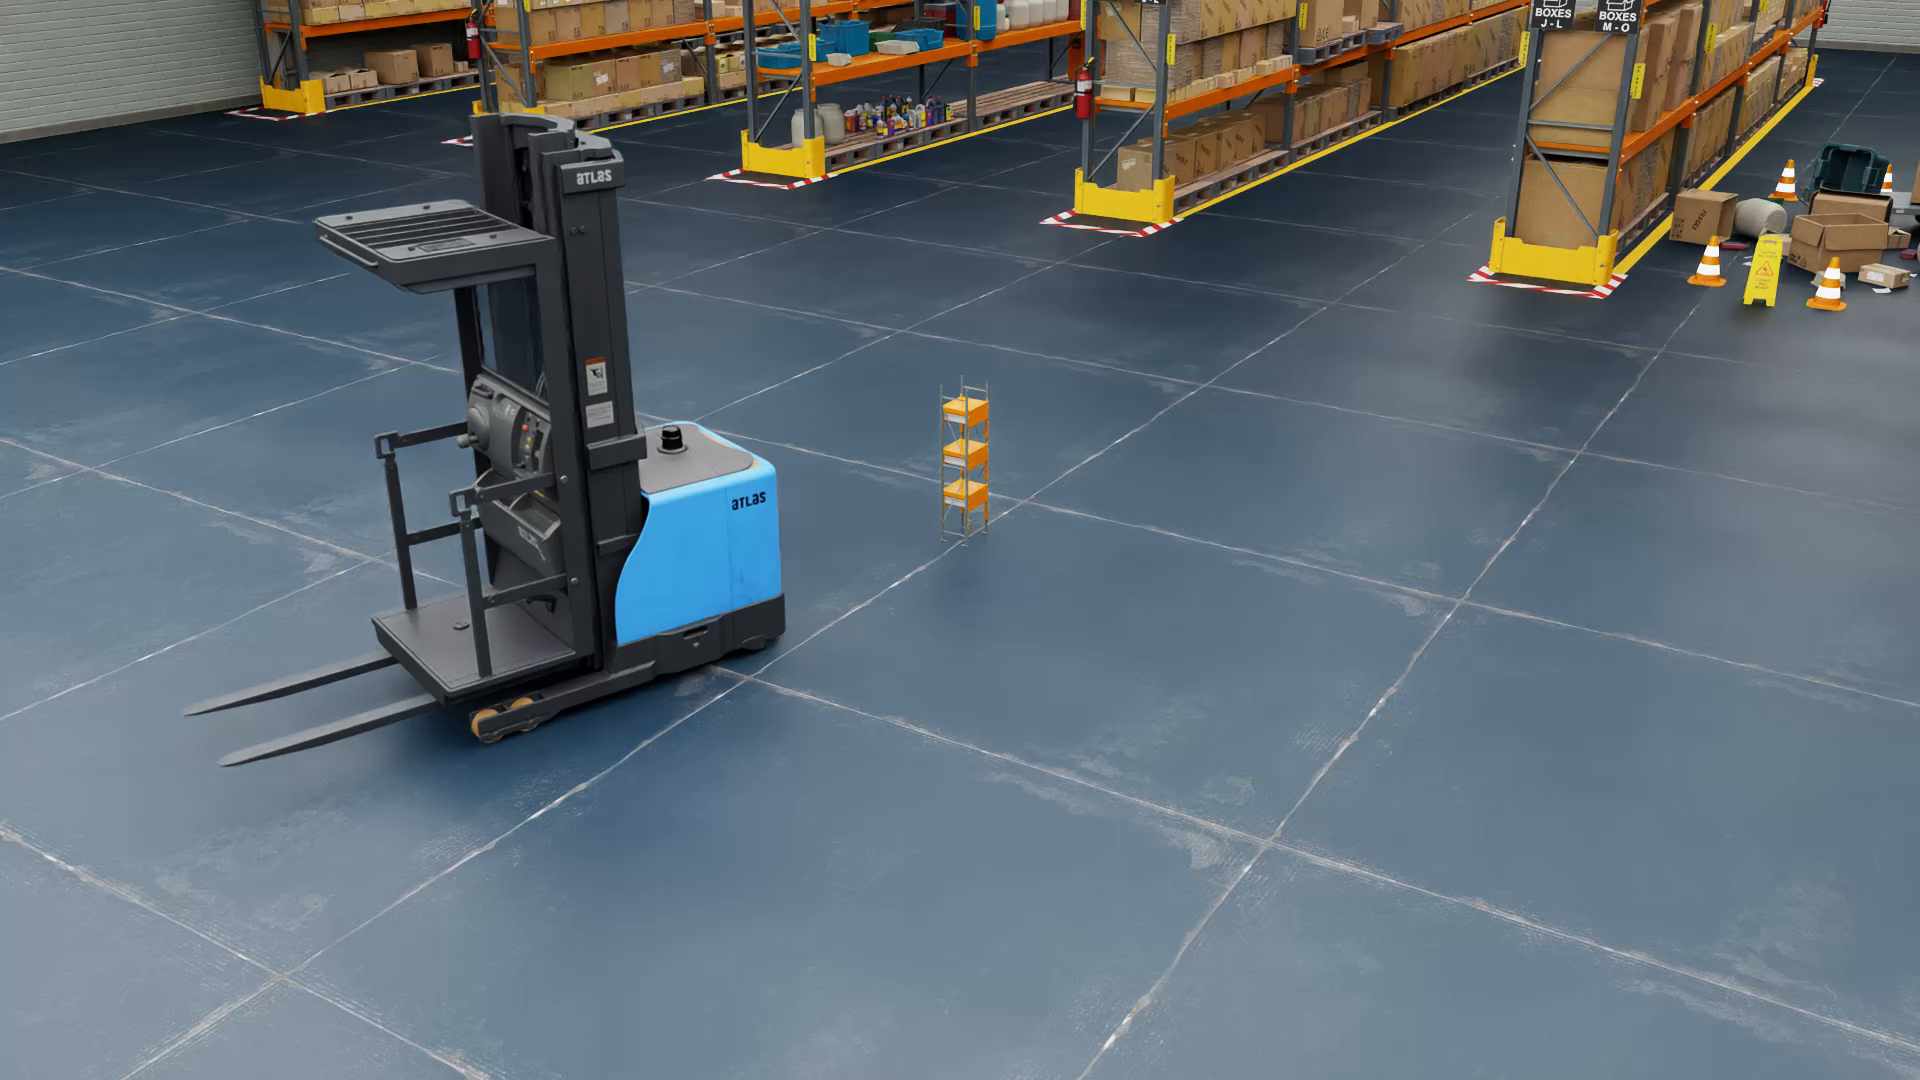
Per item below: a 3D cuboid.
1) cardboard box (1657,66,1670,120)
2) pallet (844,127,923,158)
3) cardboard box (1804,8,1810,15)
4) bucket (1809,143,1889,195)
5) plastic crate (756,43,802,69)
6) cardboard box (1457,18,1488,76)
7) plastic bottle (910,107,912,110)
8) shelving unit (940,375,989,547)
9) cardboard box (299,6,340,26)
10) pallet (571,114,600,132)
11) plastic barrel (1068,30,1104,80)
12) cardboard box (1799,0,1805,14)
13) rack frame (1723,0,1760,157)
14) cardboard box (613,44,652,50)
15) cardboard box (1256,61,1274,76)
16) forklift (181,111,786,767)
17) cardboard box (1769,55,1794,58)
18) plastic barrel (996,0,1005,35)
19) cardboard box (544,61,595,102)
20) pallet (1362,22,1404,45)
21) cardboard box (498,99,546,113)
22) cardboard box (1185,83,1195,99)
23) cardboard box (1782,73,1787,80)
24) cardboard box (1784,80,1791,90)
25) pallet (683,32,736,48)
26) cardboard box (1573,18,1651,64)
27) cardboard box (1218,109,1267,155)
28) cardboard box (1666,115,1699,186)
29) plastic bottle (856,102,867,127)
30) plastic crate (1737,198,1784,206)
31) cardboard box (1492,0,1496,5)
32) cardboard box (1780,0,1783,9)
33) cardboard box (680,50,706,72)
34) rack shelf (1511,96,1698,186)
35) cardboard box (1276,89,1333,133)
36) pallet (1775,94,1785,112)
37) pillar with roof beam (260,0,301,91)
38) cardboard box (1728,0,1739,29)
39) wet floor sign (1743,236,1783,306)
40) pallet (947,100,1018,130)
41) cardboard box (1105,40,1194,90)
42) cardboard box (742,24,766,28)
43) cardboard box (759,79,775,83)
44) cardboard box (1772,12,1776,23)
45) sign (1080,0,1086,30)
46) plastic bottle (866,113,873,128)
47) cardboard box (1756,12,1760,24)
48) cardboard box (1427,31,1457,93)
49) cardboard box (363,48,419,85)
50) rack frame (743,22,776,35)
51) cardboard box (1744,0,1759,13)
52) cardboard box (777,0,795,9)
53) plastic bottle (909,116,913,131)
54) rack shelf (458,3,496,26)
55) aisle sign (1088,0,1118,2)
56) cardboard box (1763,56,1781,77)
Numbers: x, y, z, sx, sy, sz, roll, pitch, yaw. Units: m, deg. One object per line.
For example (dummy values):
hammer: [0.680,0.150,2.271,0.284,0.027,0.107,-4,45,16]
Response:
cardboard box: [7.115,-4.840,17.966,0.875,0.550,0.500,14,27,29]
pallet: [-1.251,-5.647,23.528,1.003,0.211,1.213,14,27,29]
cardboard box: [13.986,-8.874,27.790,0.380,0.149,0.250,13,26,27]
bucket: [10.037,-4.113,18.681,0.620,0.611,0.726,-6,22,-39]
plastic crate: [-2.319,-6.371,21.879,0.499,0.251,0.616,14,27,29]
cardboard box: [8.625,-8.644,29.087,0.875,0.875,0.875,14,27,29]
plastic bottle: [-0.686,-6.074,23.871,0.061,0.283,0.133,14,27,29]
shelving unit: [0.028,-0.500,10.583,0.215,1.050,0.252,14,27,29]
cardboard box: [-10.218,-8.322,26.362,0.500,0.250,0.500,13,27,27]
pallet: [-6.167,-6.234,24.885,1.003,0.211,1.213,14,27,29]
plastic barrel: [2.135,-8.273,28.289,0.600,0.830,0.708,14,27,29]
cardboard box: [13.100,-8.612,26.367,0.500,0.500,0.500,14,27,29]
rack frame: [10.260,-6.796,22.674,1.000,3.000,0.127,14,27,29]
cardboard box: [-5.192,-7.611,26.544,0.500,0.500,0.500,14,27,29]
cardboard box: [3.766,-6.009,21.170,0.380,0.149,0.250,14,27,29]
forklift: [-2.458,-0.559,8.352,3.031,2.935,1.130,-17,29,-34]
cardboard box: [13.688,-7.993,27.749,0.380,0.149,0.250,13,27,27]
plastic barrel: [0.472,-7.897,25.045,0.433,0.535,0.433,0,23,0]
cardboard box: [-5.801,-6.826,24.730,0.500,0.500,0.500,14,27,29]
pallet: [5.814,-7.519,24.585,1.213,0.211,1.003,14,27,29]
cardboard box: [-6.503,-6.421,24.739,0.500,0.250,0.500,14,27,29]
cardboard box: [2.525,-5.262,19.446,0.380,0.149,0.250,14,27,29]
cardboard box: [13.298,-7.595,27.204,0.380,0.149,0.250,15,28,31]
cardboard box: [13.485,-7.533,27.435,0.380,0.149,0.250,13,27,28]
pallet: [-5.401,-10.365,34.427,1.003,0.211,1.213,14,27,29]
cardboard box: [6.480,-4.983,16.936,0.875,0.550,0.550,14,27,29]
cardboard box: [3.744,-5.439,22.156,0.500,0.500,0.500,13,27,27]
cardboard box: [8.401,-4.835,20.446,1.050,0.750,0.750,14,27,29]
plastic bottle: [-1.419,-6.089,23.819,0.144,0.351,0.185,15,28,31]
plastic crate: [9.171,-3.849,19.333,0.662,0.188,0.450,-12,16,-26]
cardboard box: [9.197,-9.488,29.208,0.380,0.149,0.250,13,27,28]
cardboard box: [12.190,-8.096,25.088,0.380,0.149,0.250,14,27,29]
cardboard box: [-4.455,-7.982,27.639,0.500,0.311,0.500,14,27,29]
rack shelf: [7.095,-4.441,18.139,1.077,0.370,4.000,14,27,29]
cardboard box: [4.894,-6.123,23.712,0.700,0.500,0.500,11,26,24]
pallet: [12.694,-7.101,26.887,1.003,0.211,1.213,14,27,29]
pillar with roof beam: [-7.453,-10.552,23.799,9.100,9.000,0.400,14,27,29]
cardboard box: [9.749,-6.981,21.715,0.700,0.500,0.500,13,27,28]
wet floor sign: [7.707,-2.591,15.923,0.267,0.644,0.232,9,25,20]
pallet: [0.163,-6.551,25.618,1.003,0.211,1.213,14,27,29]
cardboard box: [2.193,-5.532,19.253,0.875,0.500,0.500,14,27,29]
cardboard box: [-4.648,-11.294,35.240,0.750,0.750,0.750,14,27,30]
cardboard box: [-3.460,-7.960,28.294,0.500,0.250,0.500,13,27,27]
cardboard box: [11.926,-7.792,24.762,0.380,0.149,0.250,12,26,26]
sign: [1.418,-5.969,18.908,0.100,0.325,0.005,14,27,29]
plastic bottle: [-1.293,-6.010,23.825,0.097,0.201,0.097,0,23,0]
cardboard box: [10.965,-7.314,23.283,0.380,0.149,0.250,13,27,27]
cardboard box: [7.418,-7.916,27.405,1.225,0.875,0.875,13,27,27]
cardboard box: [-9.574,-7.983,28.007,0.700,0.500,0.500,12,26,26]
rack frame: [-4.415,-12.334,35.466,1.000,3.000,0.127,14,27,29]
cardboard box: [10.941,-7.435,23.188,0.380,0.149,0.250,14,27,29]
cardboard box: [-3.186,-9.423,28.616,0.500,0.500,0.500,12,26,26]
plastic bottle: [-0.713,-5.924,23.628,0.097,0.201,0.097,0,23,0]
rack shelf: [-7.580,-9.979,30.931,1.077,0.370,4.000,14,27,29]
aisle sign: [1.592,-6.405,18.497,0.394,0.787,0.004,14,27,29]
cardboard box: [12.192,-7.232,25.353,0.500,0.250,0.500,13,27,28]
